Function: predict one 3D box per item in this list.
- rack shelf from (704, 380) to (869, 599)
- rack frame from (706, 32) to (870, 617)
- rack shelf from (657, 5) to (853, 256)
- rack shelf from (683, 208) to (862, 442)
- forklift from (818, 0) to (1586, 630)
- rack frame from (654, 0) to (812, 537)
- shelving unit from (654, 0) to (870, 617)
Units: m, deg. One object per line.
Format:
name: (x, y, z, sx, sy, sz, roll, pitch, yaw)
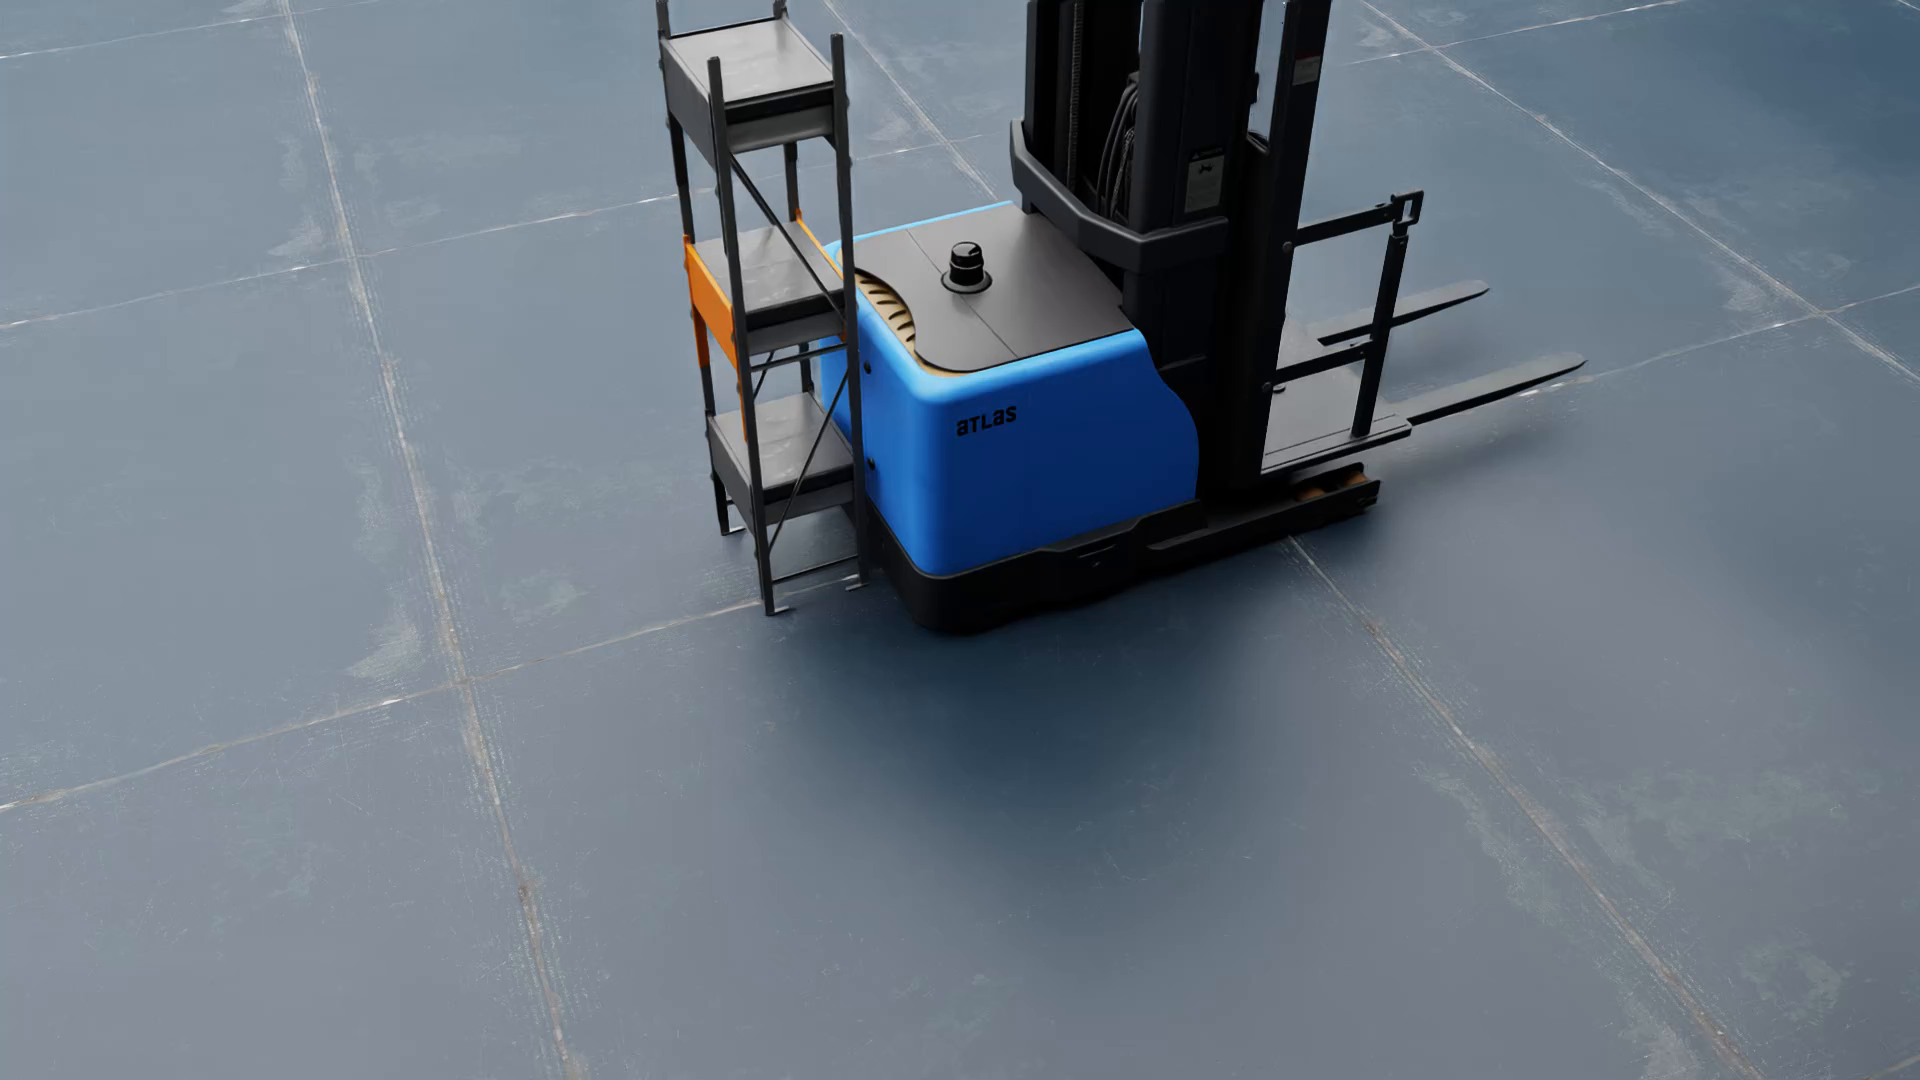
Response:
rack shelf: (-0.617, -0.183, 5.947, 0.431, 0.518, 0.480, -17, 44, -19)
rack frame: (-0.513, -0.580, 5.314, 0.400, 2.100, 0.015, -17, 44, -19)
rack shelf: (-0.617, -1.244, 5.034, 0.431, 0.518, 0.480, -17, 44, -19)
rack shelf: (-0.617, -0.714, 5.490, 0.431, 0.518, 0.480, -17, 44, -19)
forklift: (1.033, -1.450, 5.688, 3.031, 2.935, 1.130, -17, 44, -19)
rack frame: (-0.720, -0.868, 5.649, 0.400, 2.100, 0.015, -17, 44, -19)
shelving unit: (-0.617, -0.724, 5.482, 0.431, 2.100, 0.503, -17, 44, -19)
